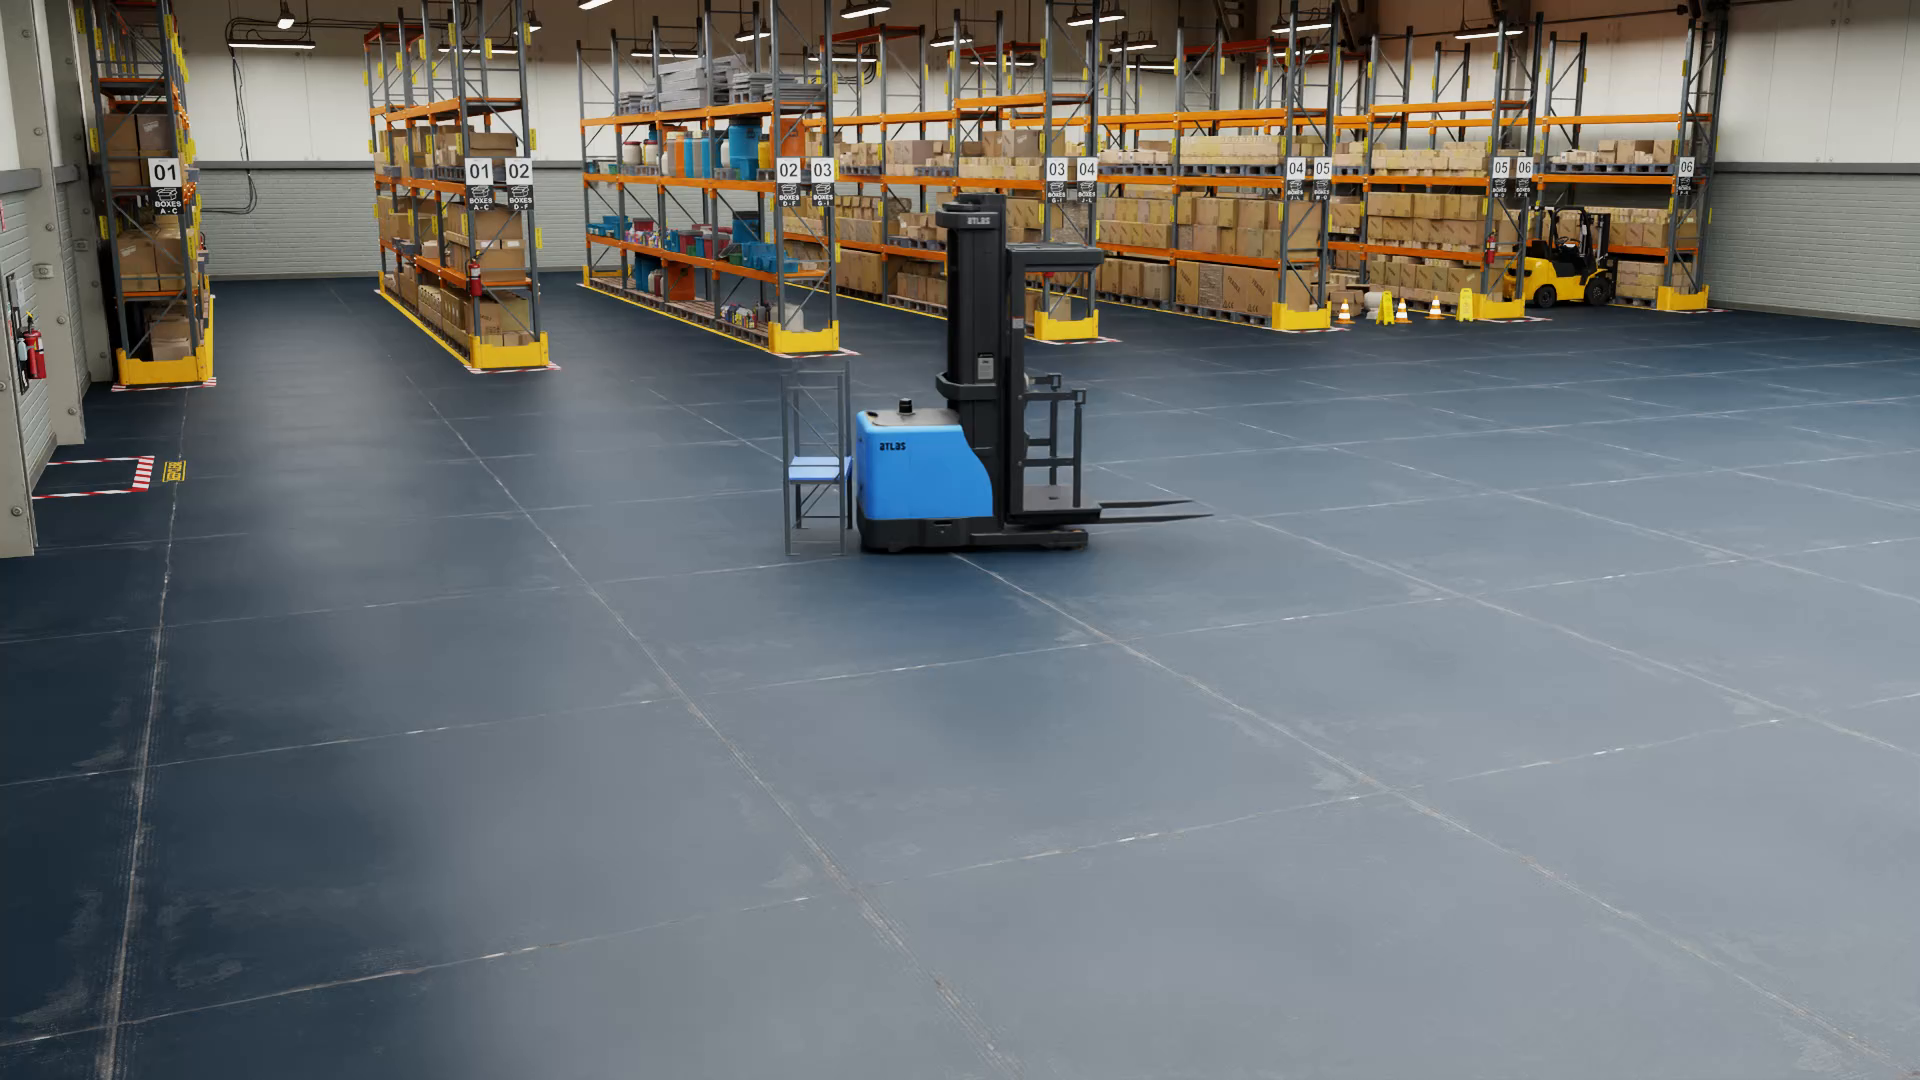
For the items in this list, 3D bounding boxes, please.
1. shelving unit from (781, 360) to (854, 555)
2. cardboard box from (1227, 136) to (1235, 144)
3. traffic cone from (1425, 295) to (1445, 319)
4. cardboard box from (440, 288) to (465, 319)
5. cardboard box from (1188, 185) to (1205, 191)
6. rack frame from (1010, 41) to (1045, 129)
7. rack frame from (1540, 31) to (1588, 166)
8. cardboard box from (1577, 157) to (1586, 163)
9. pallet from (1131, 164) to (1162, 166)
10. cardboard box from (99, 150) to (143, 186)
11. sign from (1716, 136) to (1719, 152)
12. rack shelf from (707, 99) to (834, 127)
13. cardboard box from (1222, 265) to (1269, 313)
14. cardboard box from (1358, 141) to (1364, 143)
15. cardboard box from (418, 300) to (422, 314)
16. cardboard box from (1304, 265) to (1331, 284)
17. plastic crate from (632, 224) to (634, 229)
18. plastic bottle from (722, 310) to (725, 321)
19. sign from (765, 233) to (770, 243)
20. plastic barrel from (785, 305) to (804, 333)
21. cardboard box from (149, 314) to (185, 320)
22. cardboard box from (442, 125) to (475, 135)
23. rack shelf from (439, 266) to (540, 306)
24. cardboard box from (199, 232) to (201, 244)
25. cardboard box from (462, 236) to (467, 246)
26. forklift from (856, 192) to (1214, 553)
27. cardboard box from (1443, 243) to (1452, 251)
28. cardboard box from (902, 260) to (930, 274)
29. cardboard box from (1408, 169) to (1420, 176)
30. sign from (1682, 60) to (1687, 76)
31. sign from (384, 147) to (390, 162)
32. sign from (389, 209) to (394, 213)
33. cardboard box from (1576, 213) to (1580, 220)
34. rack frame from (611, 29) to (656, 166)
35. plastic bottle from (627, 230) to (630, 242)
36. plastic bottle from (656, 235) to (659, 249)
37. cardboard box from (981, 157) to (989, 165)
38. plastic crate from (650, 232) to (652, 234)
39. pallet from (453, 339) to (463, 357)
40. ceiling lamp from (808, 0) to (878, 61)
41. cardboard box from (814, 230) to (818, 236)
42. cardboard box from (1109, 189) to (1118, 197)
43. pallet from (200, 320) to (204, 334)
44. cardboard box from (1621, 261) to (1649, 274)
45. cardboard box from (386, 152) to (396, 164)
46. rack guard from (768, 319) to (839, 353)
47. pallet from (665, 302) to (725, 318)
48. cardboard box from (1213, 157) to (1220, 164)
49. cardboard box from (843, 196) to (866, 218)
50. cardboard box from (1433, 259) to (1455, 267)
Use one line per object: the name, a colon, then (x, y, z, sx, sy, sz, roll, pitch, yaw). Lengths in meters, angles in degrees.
shelving unit: (-1.204, -0.721, 14.158, 0.538, 1.500, 1.048, 0, 13, 0)
cardboard box: (5.490, -7.877, 32.736, 0.380, 0.149, 0.250, -6, 14, -23)
traffic cone: (9.687, -4.747, 33.853, 0.336, 0.463, 0.334, -6, 14, -23)
cardboard box: (-8.820, -4.154, 29.169, 0.500, 0.500, 0.500, -6, 14, -23)
cardboard box: (6.346, -9.430, 44.584, 0.380, 0.149, 0.250, -6, 14, -24)
rack frame: (1.740, -10.944, 41.700, 1.000, 3.000, 0.127, -6, 14, -23)
rack frame: (13.986, -10.209, 38.521, 1.000, 3.000, 0.127, -6, 14, -23)
cardboard box: (14.195, -8.599, 37.624, 0.380, 0.149, 0.250, -5, 14, -21)
pallet: (5.432, -10.329, 45.892, 1.003, 0.211, 1.213, -6, 14, -23)
cardboard box: (-12.053, -5.356, 23.942, 0.500, 0.500, 0.500, -5, 14, -19)
sign: (16.099, -8.434, 35.392, 0.100, 0.325, 0.005, -6, 14, -23)
rack shelf: (-3.378, -7.459, 29.121, 1.077, 0.370, 4.000, -6, 14, -23)
cardboard box: (5.860, -5.028, 33.221, 0.875, 0.875, 0.875, -6, 14, -24)
cardboard box: (11.103, -10.769, 45.421, 0.396, 0.266, 0.258, -6, 14, -23)
cardboard box: (-10.381, -4.604, 32.778, 0.500, 0.250, 0.500, -6, 14, -23)
cardboard box: (7.820, -5.821, 36.732, 0.500, 0.500, 0.500, -6, 14, -23)
plastic crate: (-7.827, -7.451, 40.040, 0.437, 0.282, 0.530, -6, 14, -23)
plastic bottle: (-4.412, -4.219, 31.176, 0.097, 0.201, 0.097, 0, 13, 0)
sign: (-3.671, -5.677, 31.630, 0.100, 0.325, 0.005, -6, 14, -23)
plastic barrel: (-2.910, -3.790, 28.677, 0.421, 0.512, 0.421, 0, 13, 0)
cardboard box: (-12.804, -3.385, 26.912, 0.500, 0.500, 0.500, -7, 15, -27)
cardboard box: (-8.930, -7.137, 29.640, 0.500, 0.500, 0.500, -5, 14, -22)
rack shelf: (-7.918, -4.284, 27.823, 1.077, 0.370, 4.000, -6, 14, -23)
cardboard box: (-17.548, -6.971, 37.172, 0.980, 0.700, 0.700, -6, 14, -23)
cardboard box: (-7.964, -4.915, 27.294, 0.380, 0.149, 0.250, -5, 14, -21)
forklift: (0.644, -1.454, 14.153, 3.031, 2.935, 1.130, -2, 13, -8)
cardboard box: (10.279, -6.094, 34.603, 0.380, 0.149, 0.250, -5, 14, -22)
cardboard box: (-0.947, -5.994, 36.522, 0.500, 0.250, 0.500, -5, 14, -21)
cardboard box: (9.776, -7.815, 35.388, 0.380, 0.149, 0.250, -6, 14, -24)
sign: (15.085, -9.830, 34.637, 0.100, 0.325, 0.005, -6, 14, -23)
sign: (-12.418, -8.363, 36.053, 0.100, 0.325, 0.005, -6, 14, -23)
sign: (-12.418, -7.072, 36.352, 0.100, 0.325, 0.005, -6, 14, -23)
cardboard box: (14.242, -7.344, 37.790, 0.380, 0.149, 0.250, -6, 14, -24)
rack frame: (-7.384, -10.070, 37.922, 1.000, 3.000, 0.127, -6, 14, -23)
plastic bottle: (-7.574, -6.948, 37.998, 0.061, 0.283, 0.133, -6, 14, -23)
plastic bottle: (-6.427, -6.357, 35.441, 0.061, 0.283, 0.133, -6, 14, -23)
cardboard box: (0.630, -7.213, 31.678, 0.380, 0.149, 0.250, -6, 14, -24)
plastic crate: (-7.439, -7.157, 39.092, 0.396, 0.136, 0.243, -6, 14, -23)
pallet: (-7.946, -3.269, 28.024, 1.003, 0.211, 1.213, -6, 14, -23)
ceiling lamp: (-3.200, -14.971, 46.153, 2.000, 3.185, 0.800, -6, 14, -23)
cardboard box: (-3.371, -7.559, 40.934, 0.380, 0.149, 0.250, -5, 14, -22)
cardboard box: (4.564, -9.727, 47.306, 0.500, 0.500, 0.500, -6, 14, -24)
pallet: (-14.547, -3.906, 30.777, 1.003, 0.211, 1.213, -6, 14, -23)
cardboard box: (14.908, -5.984, 36.520, 0.500, 0.250, 0.500, -5, 14, -22)
cardboard box: (-12.367, -8.408, 36.619, 0.500, 0.250, 0.500, -6, 14, -23)
rack guard: (-2.650, -3.462, 28.217, 1.175, 0.500, 0.348, -6, 14, -23)
pallet: (-5.507, -4.799, 34.635, 1.003, 0.211, 1.213, -6, 14, -23)
cardboard box: (5.291, -7.592, 33.273, 0.380, 0.149, 0.250, -6, 14, -23)
cardboard box: (-2.318, -7.858, 39.223, 0.797, 0.503, 0.637, -5, 14, -22)
cardboard box: (10.175, -5.821, 34.932, 0.380, 0.149, 0.250, -5, 14, -22)
